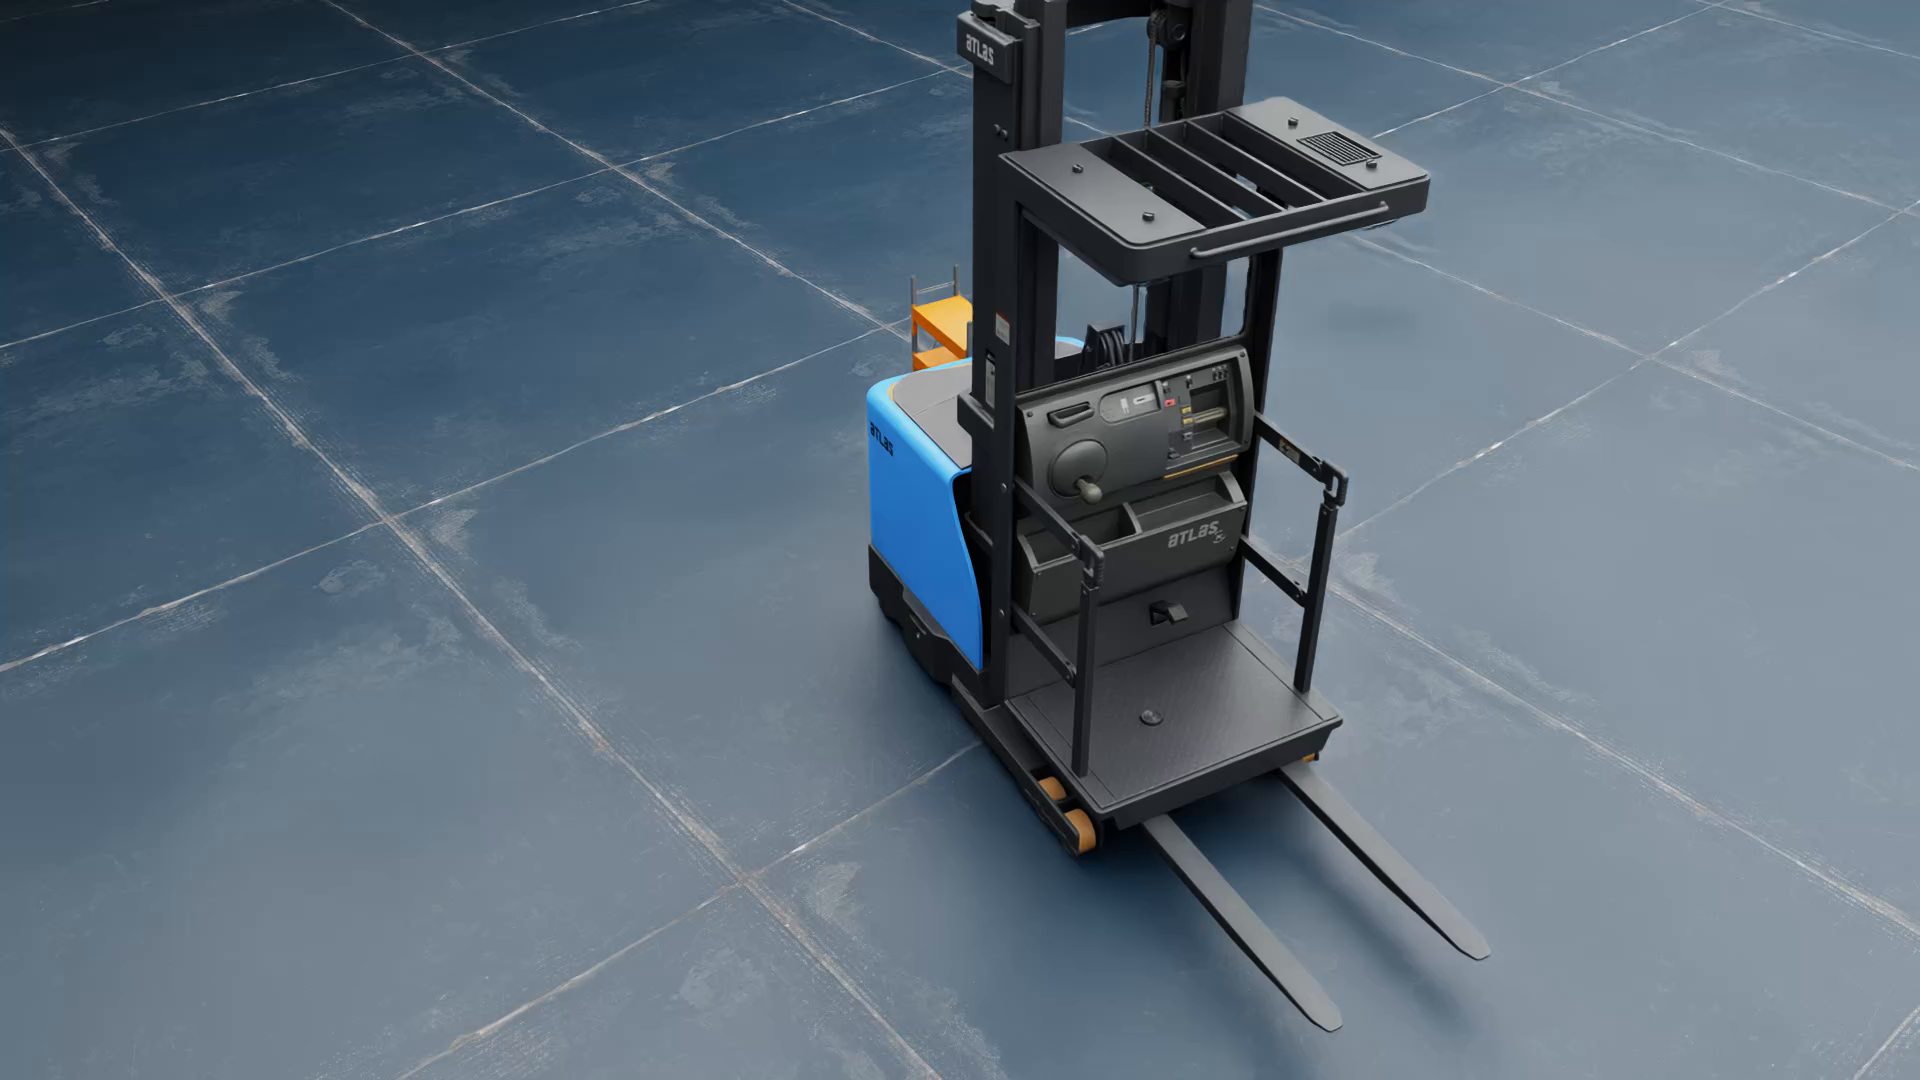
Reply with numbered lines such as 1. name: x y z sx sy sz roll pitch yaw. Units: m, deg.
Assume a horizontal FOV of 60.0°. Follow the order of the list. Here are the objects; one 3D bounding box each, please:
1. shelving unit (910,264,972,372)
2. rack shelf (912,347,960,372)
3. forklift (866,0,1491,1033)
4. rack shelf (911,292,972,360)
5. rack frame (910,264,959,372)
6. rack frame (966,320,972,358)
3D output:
1. shelving unit: 0.012 -0.578 7.528 0.258 1.200 0.503 -19 39 -24
2. rack shelf: 0.012 -0.706 7.438 0.258 0.148 0.480 -19 39 -24
3. forklift: 0.738 -0.339 5.693 1.130 2.935 3.031 -17 39 -23
4. rack shelf: 0.012 -0.899 7.301 0.258 0.148 0.480 -19 39 -24
5. rack frame: -0.111 -0.700 7.700 0.240 1.200 0.015 -19 39 -24
6. rack frame: 0.135 -0.456 7.356 0.240 1.200 0.015 -19 39 -24
